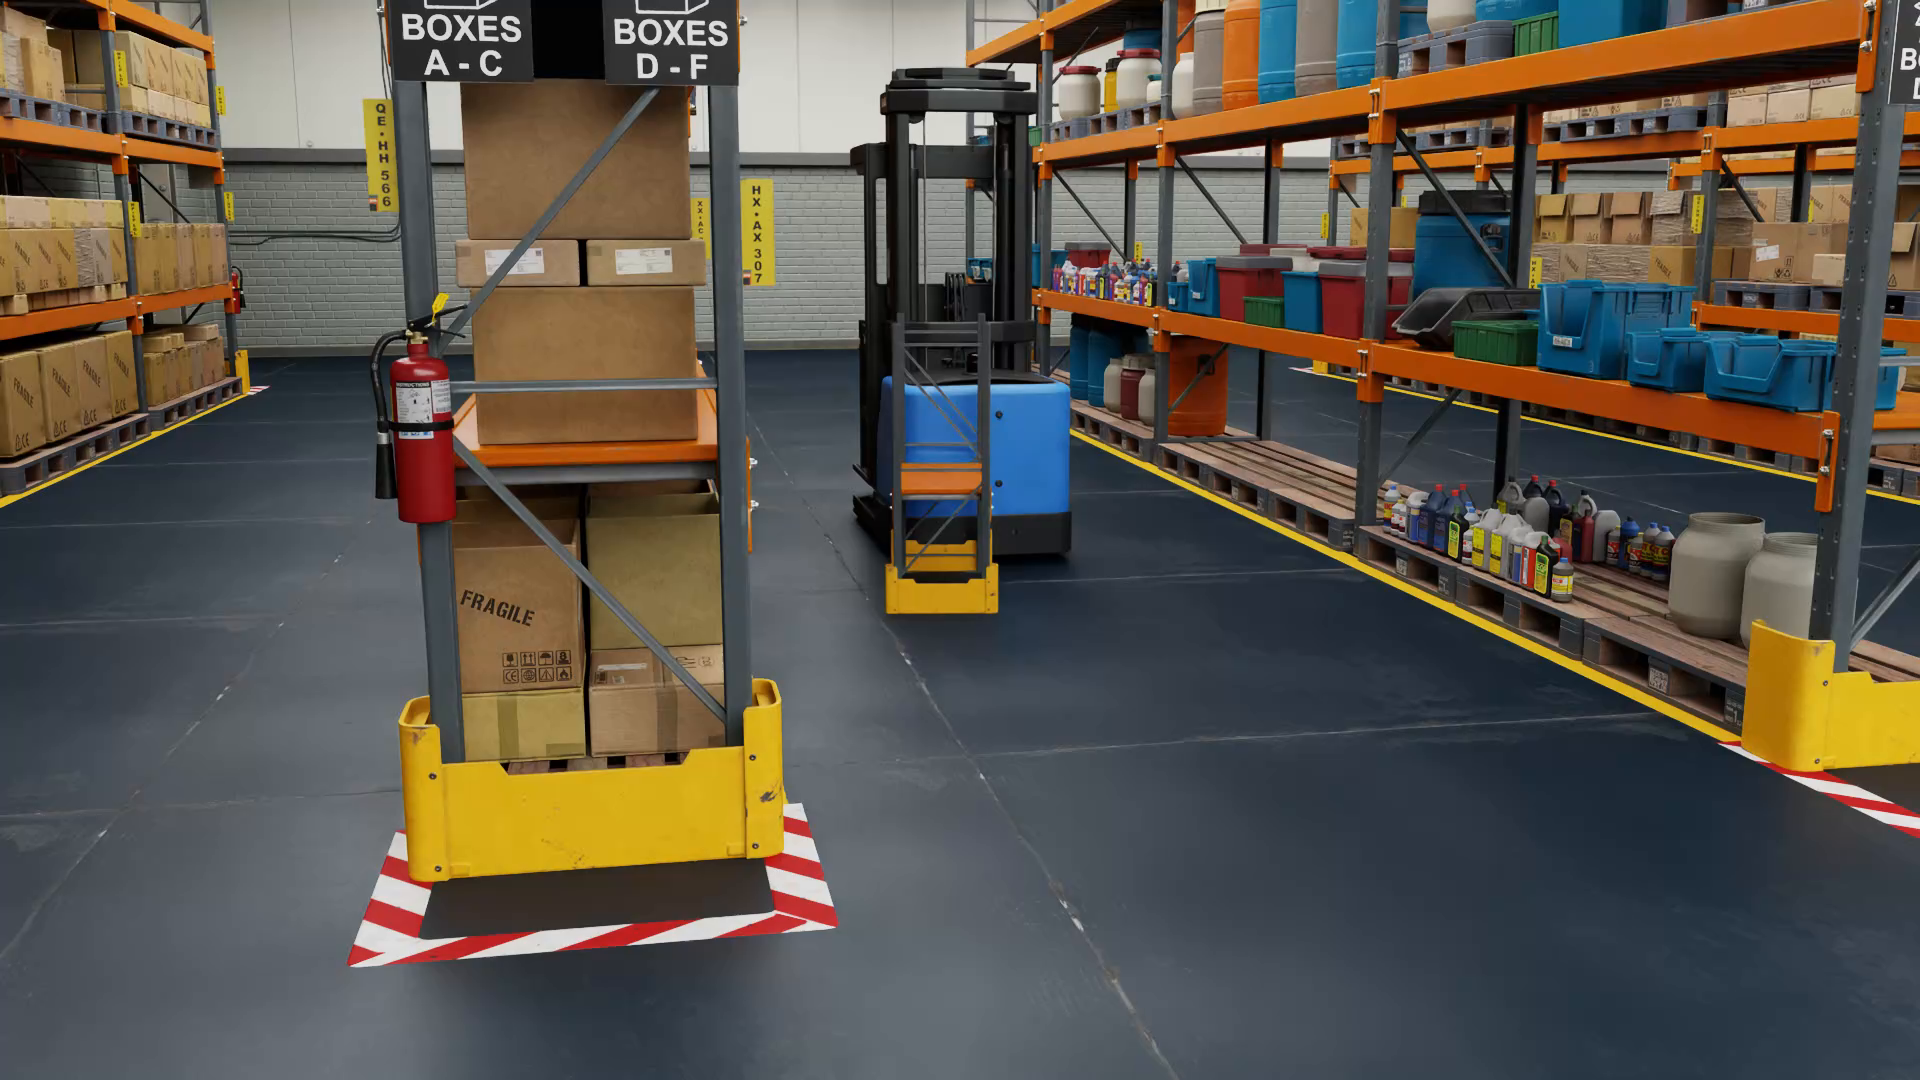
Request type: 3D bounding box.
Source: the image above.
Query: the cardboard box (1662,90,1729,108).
[{"bbox_3d":[6.800,-4.138,14.994,0.797,0.503,0.637,-1,11,-8],"label":"cardboard box"}]

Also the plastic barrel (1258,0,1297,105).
[{"bbox_3d":[2.342,-3.430,11.330,0.600,0.901,0.708,-2,11,-11],"label":"plastic barrel"}]

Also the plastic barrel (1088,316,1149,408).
[{"bbox_3d":[1.580,-1.797,16.604,0.600,0.901,0.708,-2,11,-11],"label":"plastic barrel"}]

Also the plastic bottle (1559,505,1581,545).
[{"bbox_3d":[3.321,-0.056,9.055,0.061,0.283,0.133,-2,11,-11],"label":"plastic bottle"}]

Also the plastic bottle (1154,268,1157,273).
[{"bbox_3d":[1.942,-2.546,16.383,0.152,0.276,0.135,-2,11,-11],"label":"plastic bottle"}]

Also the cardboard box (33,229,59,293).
[{"bbox_3d":[-7.619,-2.249,13.373,0.500,0.500,0.500,-2,11,-11],"label":"cardboard box"}]

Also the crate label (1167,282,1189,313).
[{"bbox_3d":[1.845,-1.945,13.341,0.303,0.233,0.416,-2,11,-11],"label":"crate label"}]

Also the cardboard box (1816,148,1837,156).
[{"bbox_3d":[10.650,-4.766,20.092,0.500,0.250,0.500,-2,11,-11],"label":"cardboard box"}]

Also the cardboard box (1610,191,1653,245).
[{"bbox_3d":[6.739,-3.094,15.982,0.797,0.503,0.637,-2,11,-10],"label":"cardboard box"}]

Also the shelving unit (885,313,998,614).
[{"bbox_3d":[-0.101,-0.453,9.066,0.587,1.500,1.083,0,11,-1],"label":"shelving unit"}]

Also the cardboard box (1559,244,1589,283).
[{"bbox_3d":[6.357,-2.709,16.640,0.500,0.500,0.500,-2,11,-10],"label":"cardboard box"}]

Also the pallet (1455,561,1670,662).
[{"bbox_3d":[3.239,0.334,8.376,1.003,0.211,1.213,-2,11,-11],"label":"pallet"}]

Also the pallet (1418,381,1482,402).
[{"bbox_3d":[6.140,-1.804,19.612,1.003,0.211,1.213,-2,11,-11],"label":"pallet"}]

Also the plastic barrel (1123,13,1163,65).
[{"bbox_3d":[1.835,-4.470,15.675,0.600,0.901,0.708,-2,11,-11],"label":"plastic barrel"}]

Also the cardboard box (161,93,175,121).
[{"bbox_3d":[-8.433,-4.471,17.152,0.500,0.250,0.500,-2,11,-13],"label":"cardboard box"}]

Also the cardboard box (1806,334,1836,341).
[{"bbox_3d":[10.627,-2.438,20.396,0.380,0.149,0.250,-2,11,-12],"label":"cardboard box"}]

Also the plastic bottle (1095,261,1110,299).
[{"bbox_3d":[1.359,-2.451,15.685,0.144,0.351,0.185,-2,11,-11],"label":"plastic bottle"}]

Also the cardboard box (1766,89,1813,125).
[{"bbox_3d":[6.930,-3.509,13.486,0.500,0.250,0.500,-2,11,-10],"label":"cardboard box"}]

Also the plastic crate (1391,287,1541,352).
[{"bbox_3d":[2.886,-1.253,9.425,0.767,0.338,0.504,-2,11,-11],"label":"plastic crate"}]

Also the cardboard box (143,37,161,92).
[{"bbox_3d":[-8.335,-4.750,16.614,0.500,0.500,0.500,-2,11,-12],"label":"cardboard box"}]

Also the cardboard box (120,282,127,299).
[{"bbox_3d":[-8.022,-2.326,15.514,0.380,0.149,0.250,-2,11,-10],"label":"cardboard box"}]

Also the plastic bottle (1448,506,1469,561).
[{"bbox_3d":[2.687,-0.037,8.955,0.061,0.283,0.133,-2,11,-8],"label":"plastic bottle"}]

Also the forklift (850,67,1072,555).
[{"bbox_3d":[-0.123,-1.555,11.029,1.130,2.935,3.031,-2,11,-11],"label":"forklift"}]

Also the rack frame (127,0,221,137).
[{"bbox_3d":[-9.143,-6.172,19.058,1.000,3.000,0.127,-2,11,-11],"label":"rack frame"}]

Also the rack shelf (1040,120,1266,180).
[{"bbox_3d":[1.742,-3.605,15.517,1.077,0.370,4.000,-2,11,-11],"label":"rack shelf"}]

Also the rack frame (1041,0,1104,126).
[{"bbox_3d":[1.353,-5.799,17.096,1.000,3.000,0.127,-2,11,-11],"label":"rack frame"}]

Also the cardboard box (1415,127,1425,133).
[{"bbox_3d":[5.937,-5.151,20.057,0.700,0.500,0.500,-2,11,-9],"label":"cardboard box"}]

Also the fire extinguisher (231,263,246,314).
[{"bbox_3d":[-8.720,-3.048,19.894,0.296,0.674,0.183,-2,11,-11],"label":"fire extinguisher"}]

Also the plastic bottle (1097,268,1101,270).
[{"bbox_3d":[1.398,-2.528,16.287,0.152,0.276,0.135,-2,11,-11],"label":"plastic bottle"}]

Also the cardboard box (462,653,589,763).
[{"bbox_3d":[-1.567,0.585,5.829,0.500,0.250,0.500,-2,11,-11],"label":"cardboard box"}]

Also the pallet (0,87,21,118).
[{"bbox_3d":[-7.764,-3.255,12.257,1.213,0.211,1.003,-2,11,-8],"label":"pallet"}]

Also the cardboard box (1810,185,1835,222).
[{"bbox_3d":[10.634,-4.051,20.221,0.500,0.500,0.500,-2,11,-13],"label":"cardboard box"}]

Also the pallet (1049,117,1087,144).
[{"bbox_3d":[1.601,-4.092,16.658,1.213,0.211,1.003,-2,11,-11],"label":"pallet"}]

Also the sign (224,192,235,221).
[{"bbox_3d":[-8.608,-3.927,19.579,0.100,0.325,0.005,-2,11,-11],"label":"sign"}]

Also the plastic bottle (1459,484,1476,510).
[{"bbox_3d":[2.800,-0.141,9.325,0.144,0.351,0.185,-2,11,-11],"label":"plastic bottle"}]

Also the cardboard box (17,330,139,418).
[{"bbox_3d":[-8.111,-1.527,15.324,0.750,0.750,0.750,-2,11,-10],"label":"cardboard box"}]

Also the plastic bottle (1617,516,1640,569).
[{"bbox_3d":[3.514,0.011,8.736,0.097,0.271,0.097,0,11,0],"label":"plastic bottle"}]

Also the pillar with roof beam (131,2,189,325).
[{"bbox_3d":[-6.294,-6.793,22.317,9.100,9.000,0.400,-2,11,-11],"label":"pillar with roof beam"}]

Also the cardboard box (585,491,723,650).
[{"bbox_3d":[-1.158,0.107,6.339,0.500,0.500,0.500,-2,11,-11],"label":"cardboard box"}]

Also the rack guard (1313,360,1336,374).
[{"bbox_3d":[5.428,-2.542,22.715,1.175,0.500,0.348,-2,11,-11],"label":"rack guard"}]

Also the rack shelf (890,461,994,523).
[{"bbox_3d":[-0.101,-0.275,9.091,0.538,0.185,1.000,0,11,-1],"label":"rack shelf"}]

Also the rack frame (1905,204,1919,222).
[{"bbox_3d":[11.096,-3.194,19.454,1.000,3.000,0.127,-2,11,-11],"label":"rack frame"}]

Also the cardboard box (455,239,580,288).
[{"bbox_3d":[-1.434,-0.902,5.413,0.380,0.149,0.250,-2,11,-12],"label":"cardboard box"}]

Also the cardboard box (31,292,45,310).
[{"bbox_3d":[-7.702,-1.948,13.527,0.380,0.149,0.250,-2,11,-10],"label":"cardboard box"}]

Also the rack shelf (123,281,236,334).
[{"bbox_3d":[-8.754,-2.505,17.759,1.077,0.370,4.000,-2,11,-11],"label":"rack shelf"}]

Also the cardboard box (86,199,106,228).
[{"bbox_3d":[-7.933,-2.894,14.759,0.500,0.250,0.500,-2,11,-10],"label":"cardboard box"}]

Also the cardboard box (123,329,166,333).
[{"bbox_3d":[-8.932,-2.228,18.205,0.380,0.149,0.250,-2,11,-10],"label":"cardboard box"}]

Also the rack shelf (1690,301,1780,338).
[{"bbox_3d":[6.600,-2.312,16.743,1.077,0.370,4.000,-2,11,-11],"label":"rack shelf"}]

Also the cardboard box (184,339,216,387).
[{"bbox_3d":[-8.811,-1.987,18.676,0.700,0.500,0.500,-2,11,-11],"label":"cardboard box"}]

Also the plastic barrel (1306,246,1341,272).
[{"bbox_3d":[2.711,-1.849,12.023,0.433,0.535,0.433,0,11,0],"label":"plastic barrel"}]

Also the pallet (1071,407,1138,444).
[{"bbox_3d":[1.703,-1.115,15.988,1.003,0.211,1.213,-2,11,-11],"label":"pallet"}]

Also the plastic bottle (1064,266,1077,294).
[{"bbox_3d":[1.140,-2.625,16.797,0.152,0.276,0.135,-2,11,-11],"label":"plastic bottle"}]

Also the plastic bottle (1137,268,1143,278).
[{"bbox_3d":[1.797,-2.561,16.471,0.097,0.271,0.097,0,11,0],"label":"plastic bottle"}]

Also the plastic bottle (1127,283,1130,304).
[{"bbox_3d":[1.527,-2.197,14.748,0.097,0.201,0.097,0,11,0],"label":"plastic bottle"}]

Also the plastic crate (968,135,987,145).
[{"bbox_3d":[0.376,-4.914,20.819,0.497,0.269,0.590,-2,11,-11],"label":"plastic crate"}]

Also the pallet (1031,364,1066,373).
[{"bbox_3d":[0.697,-2.063,20.970,1.003,0.211,1.213,-2,11,-11],"label":"pallet"}]

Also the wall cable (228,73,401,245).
[{"bbox_3d":[-9.893,-5.697,24.866,3.097,2.526,0.112,-2,11,-11],"label":"wall cable"}]
